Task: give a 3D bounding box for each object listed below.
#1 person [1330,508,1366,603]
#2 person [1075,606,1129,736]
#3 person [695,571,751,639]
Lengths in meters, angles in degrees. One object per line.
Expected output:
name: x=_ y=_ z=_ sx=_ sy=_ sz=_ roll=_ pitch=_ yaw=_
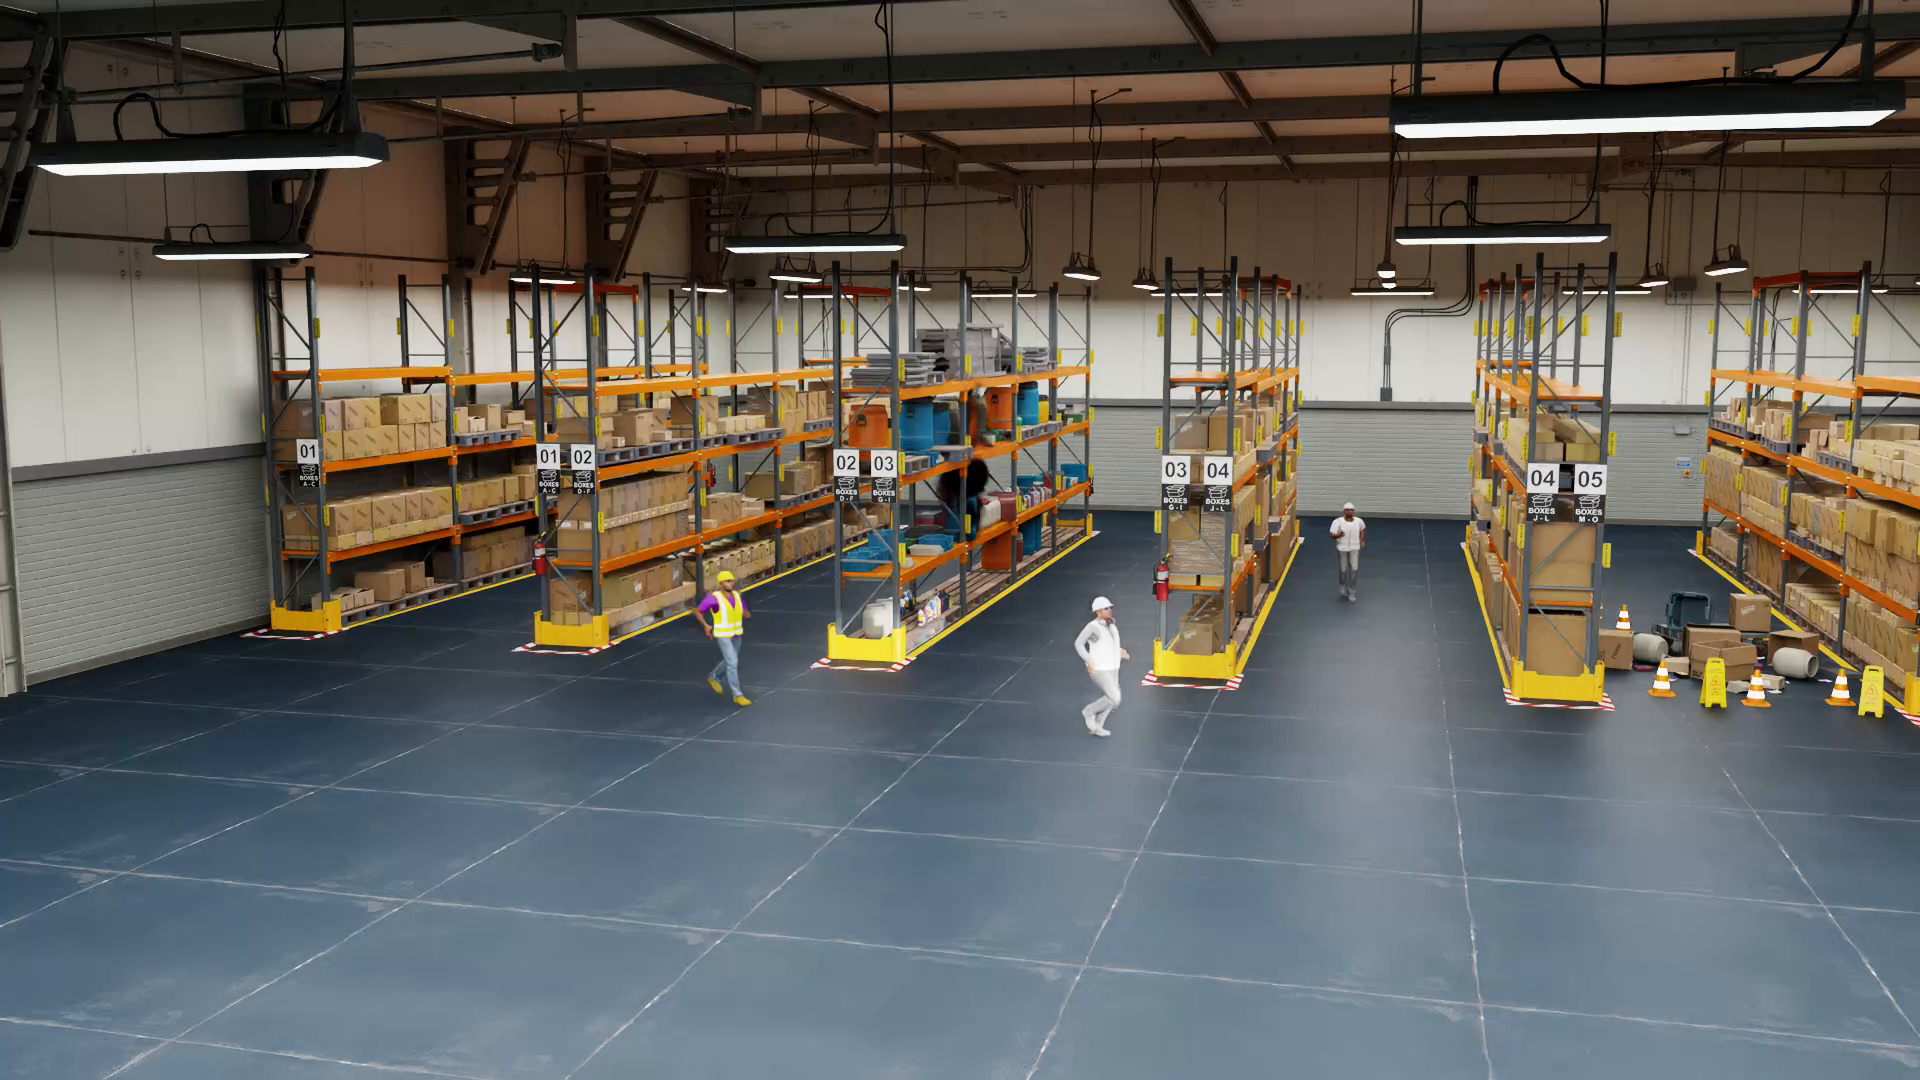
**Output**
person: x=7.185 y=0.226 z=30.810 sx=0.684 sy=1.771 sz=0.802 roll=1 pitch=7 yaw=8
person: x=1.799 y=1.590 z=20.368 sx=0.575 sy=1.673 sz=0.645 roll=6 pitch=9 yaw=39
person: x=-3.082 y=0.857 z=22.189 sx=0.639 sy=0.888 sz=0.701 roll=6 pitch=9 yaw=40
